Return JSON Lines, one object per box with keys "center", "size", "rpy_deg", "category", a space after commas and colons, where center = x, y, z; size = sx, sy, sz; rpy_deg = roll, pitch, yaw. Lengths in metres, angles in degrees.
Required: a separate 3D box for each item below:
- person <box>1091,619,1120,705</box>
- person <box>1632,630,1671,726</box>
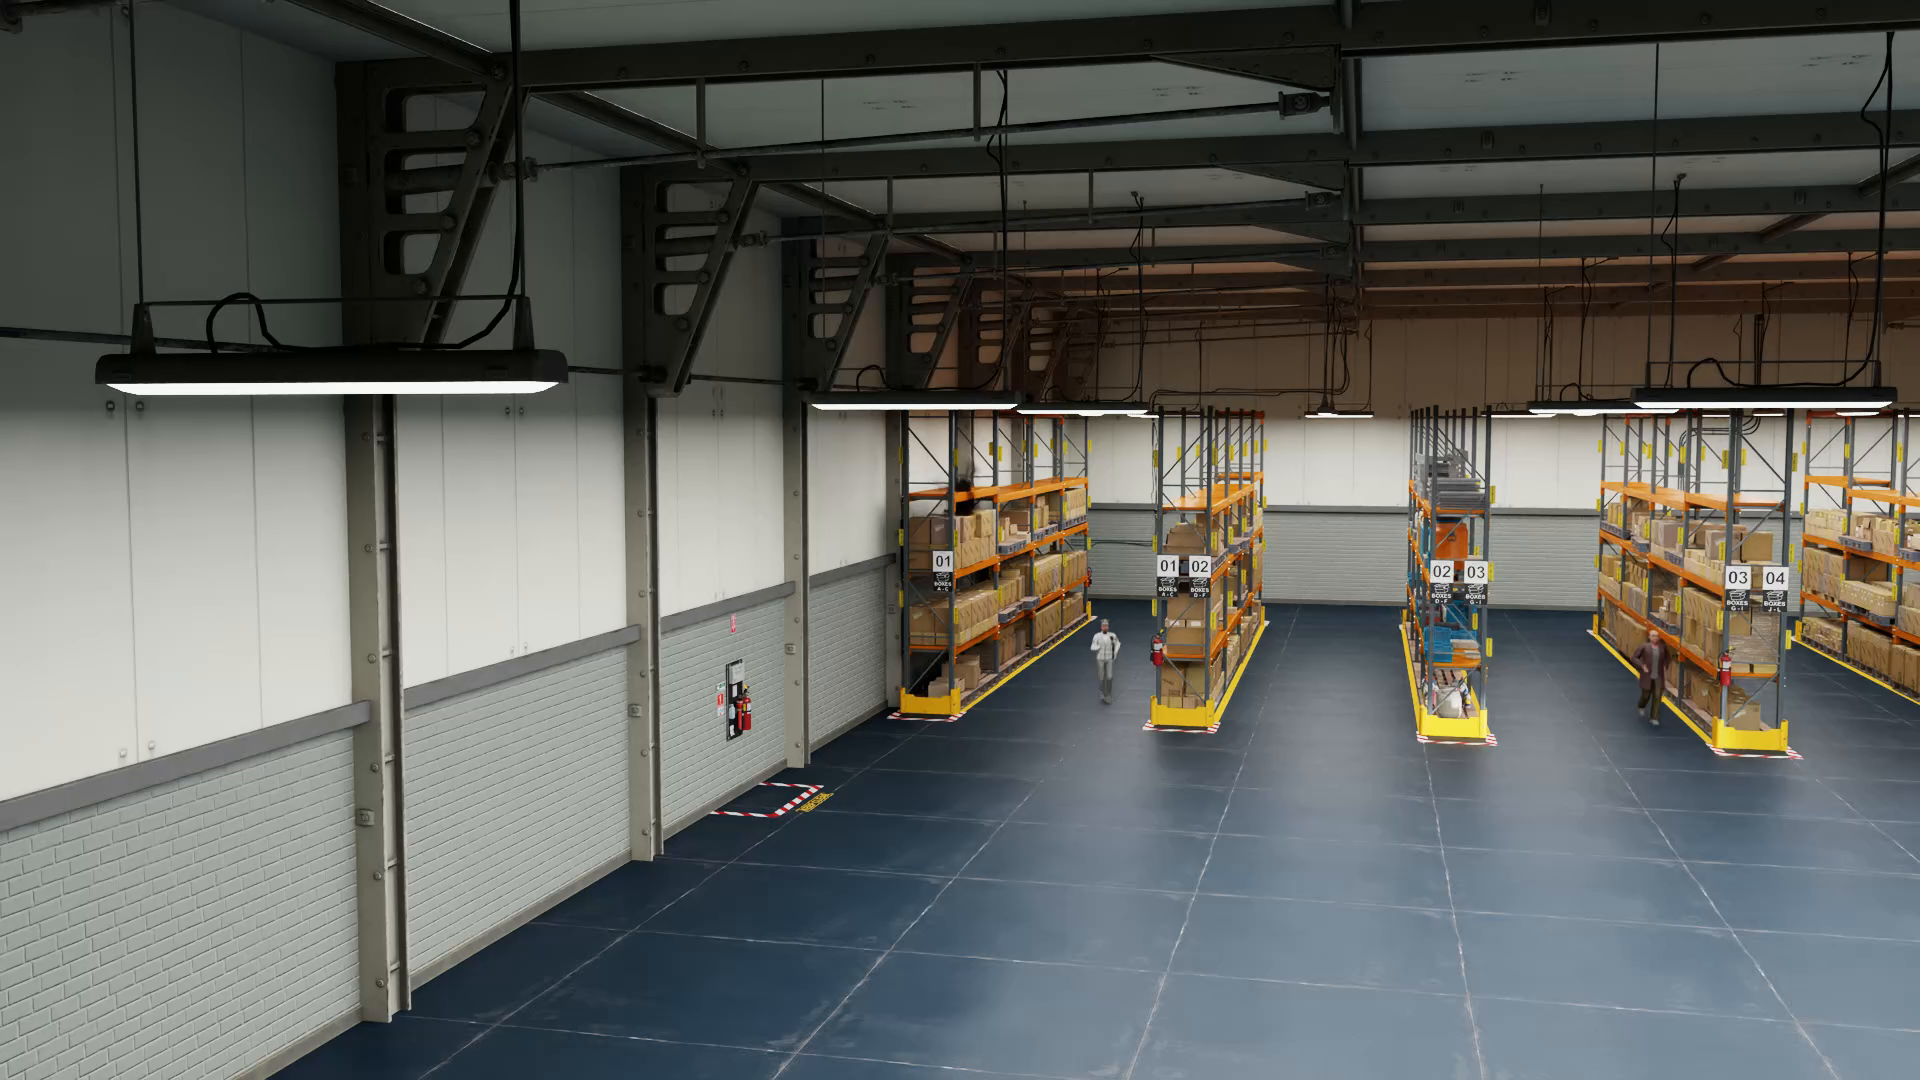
{"center": [2.949, 2.465, 33.709], "size": [0.592, 1.729, 0.684], "rpy_deg": [0, 4, 5], "category": "person"}
{"center": [13.079, 2.576, 31.424], "size": [0.725, 1.757, 0.913], "rpy_deg": [0, 4, 7], "category": "person"}
